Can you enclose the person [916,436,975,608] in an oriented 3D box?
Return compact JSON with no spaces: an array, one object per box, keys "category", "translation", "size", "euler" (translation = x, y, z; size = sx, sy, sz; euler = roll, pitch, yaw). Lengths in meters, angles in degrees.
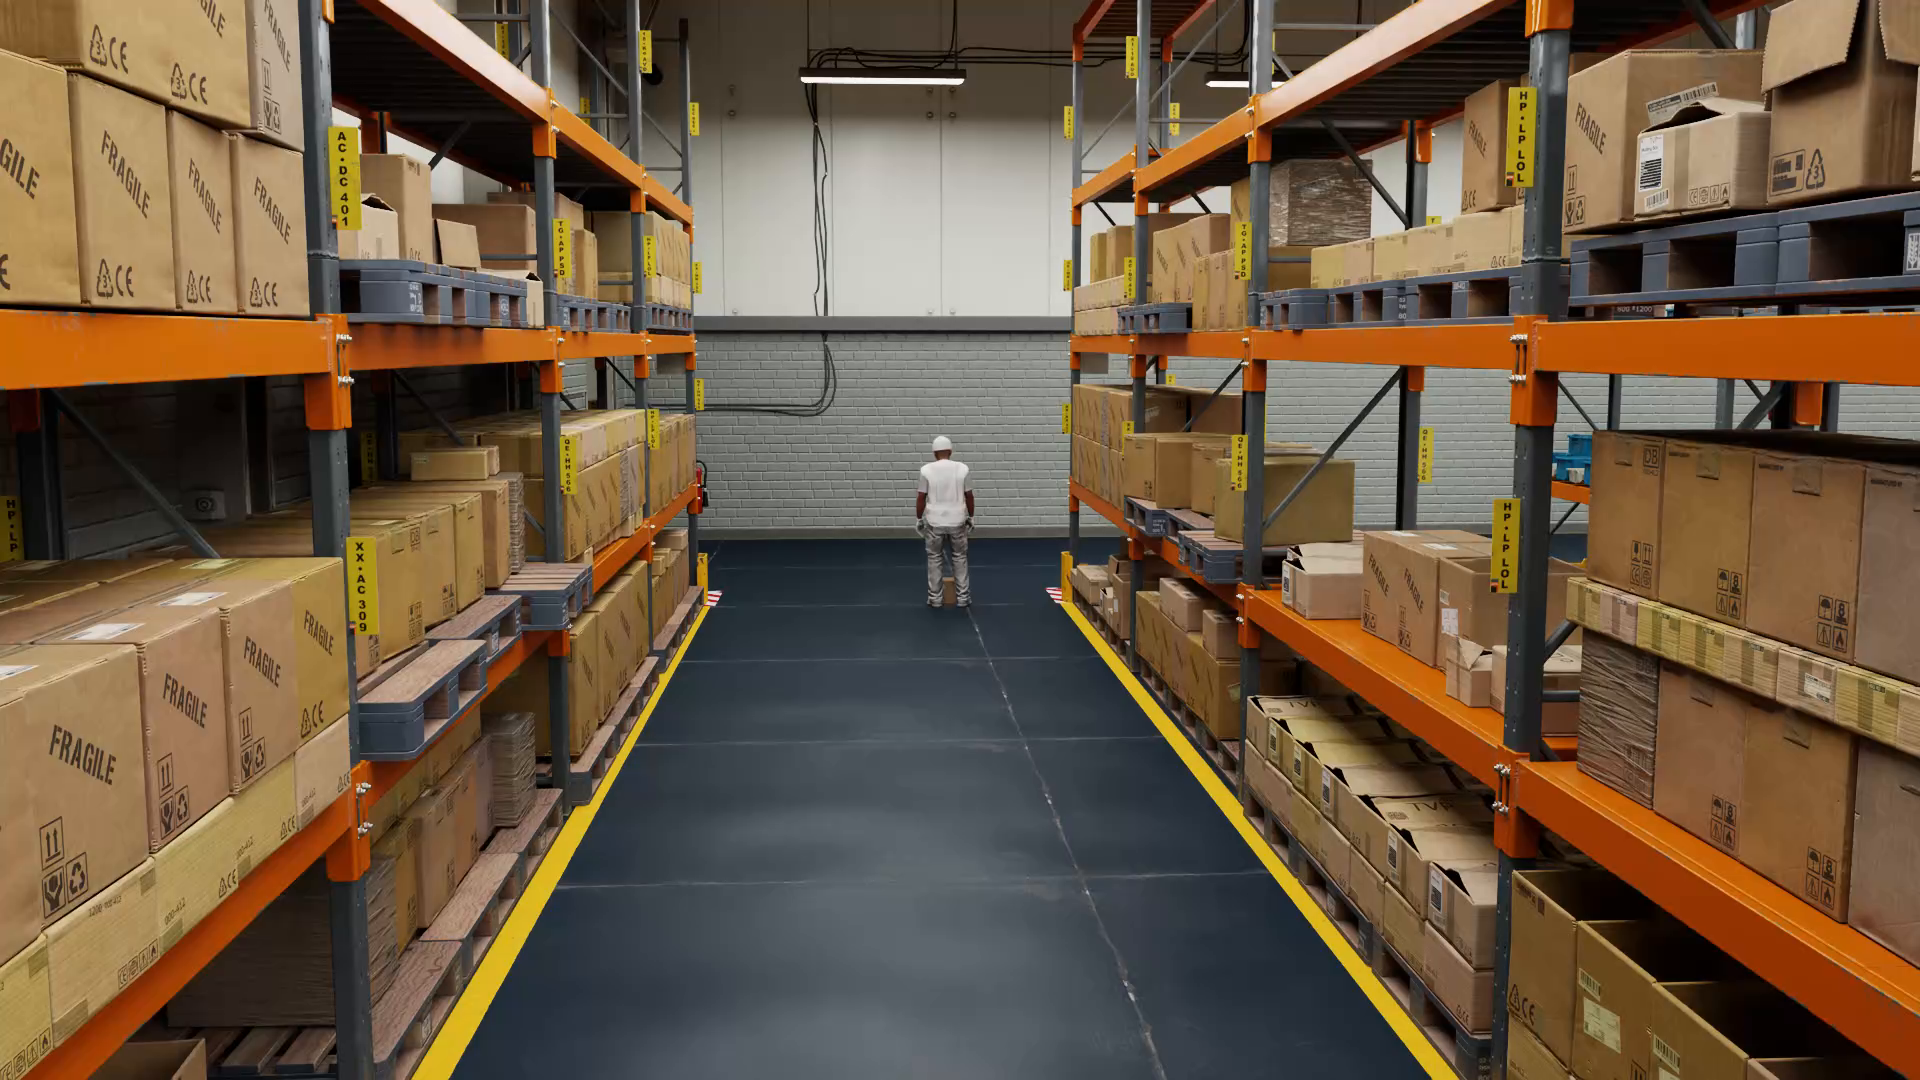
[{"category":"person","translation":[-0.153,-0.190,17.305],"size":[0.619,1.772,0.450],"euler":[-1,7,-7]}]
